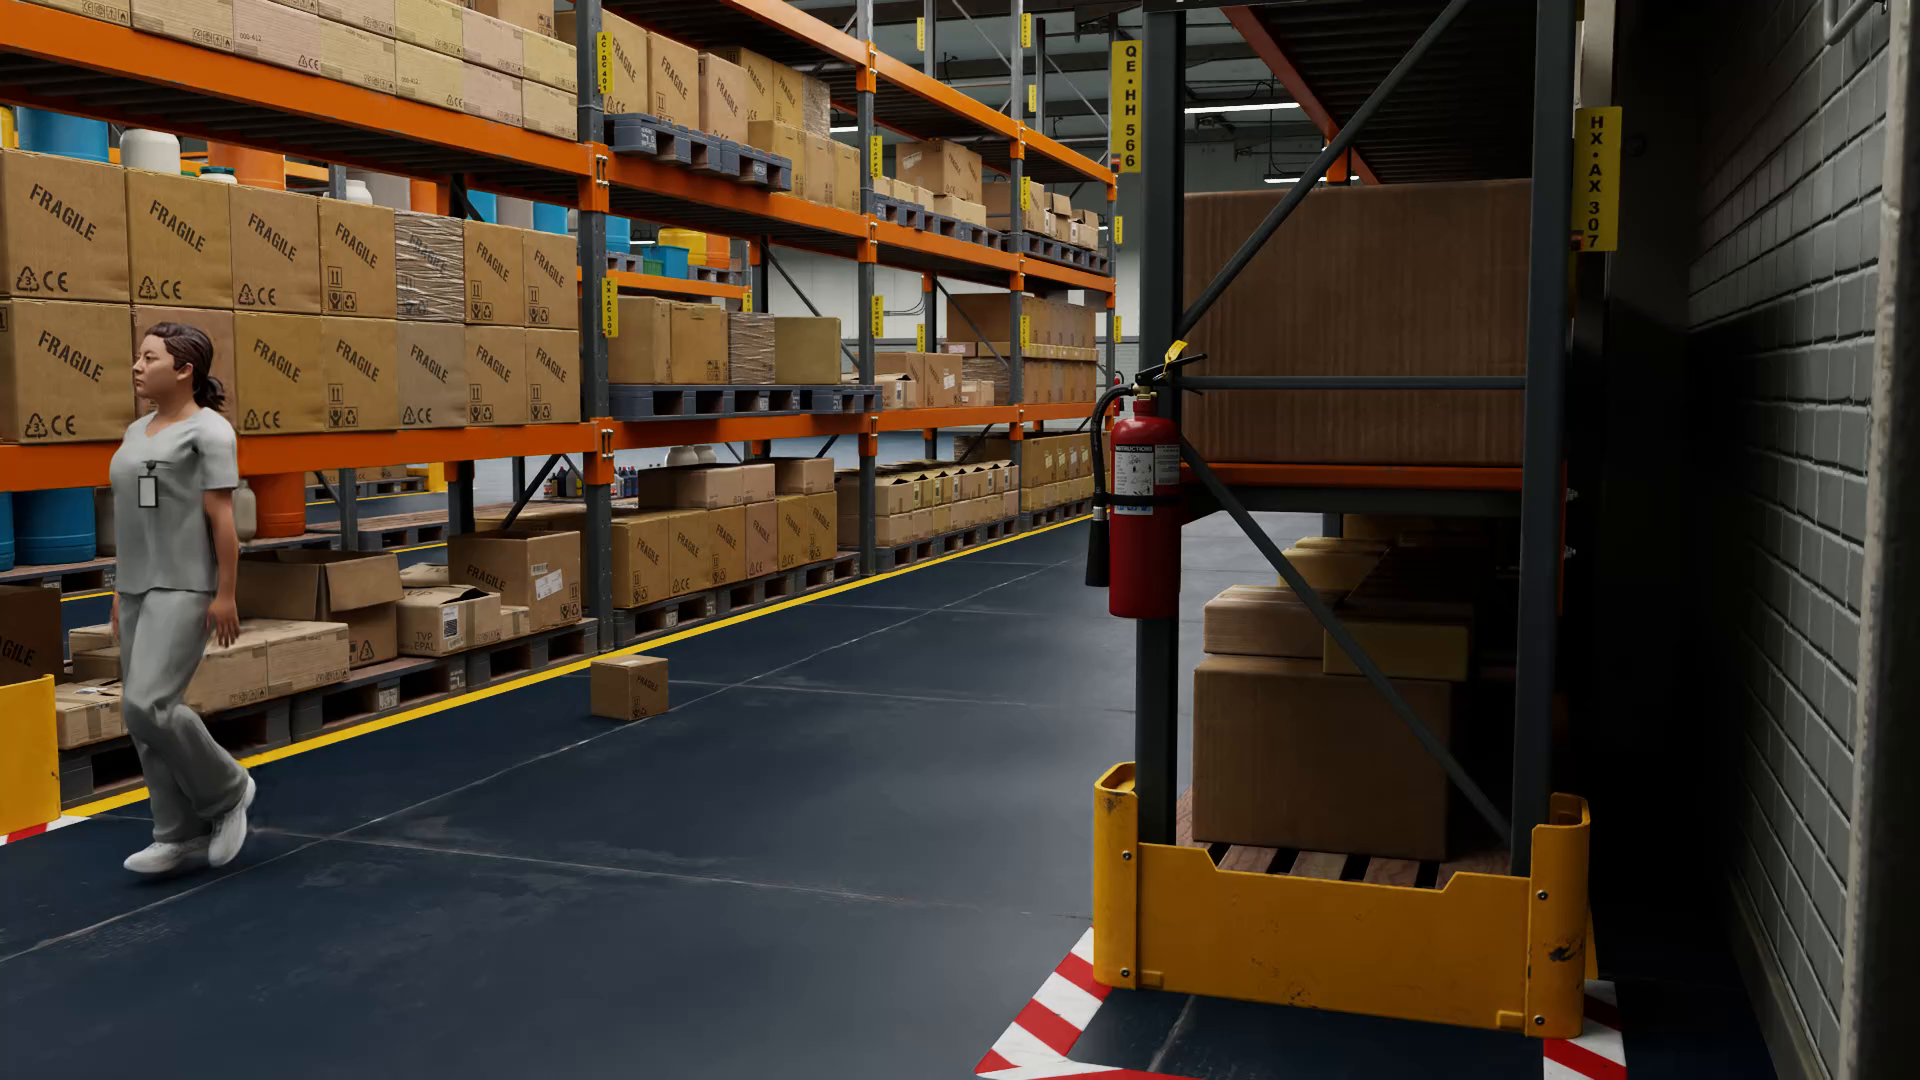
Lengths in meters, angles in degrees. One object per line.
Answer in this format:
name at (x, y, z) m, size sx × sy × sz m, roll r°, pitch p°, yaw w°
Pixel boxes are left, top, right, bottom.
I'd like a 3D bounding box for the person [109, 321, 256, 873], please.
person at (-2.403, 0.176, 5.015) m, size 0.466 × 1.663 × 0.466 m, roll 3°, pitch 6°, yaw 27°
